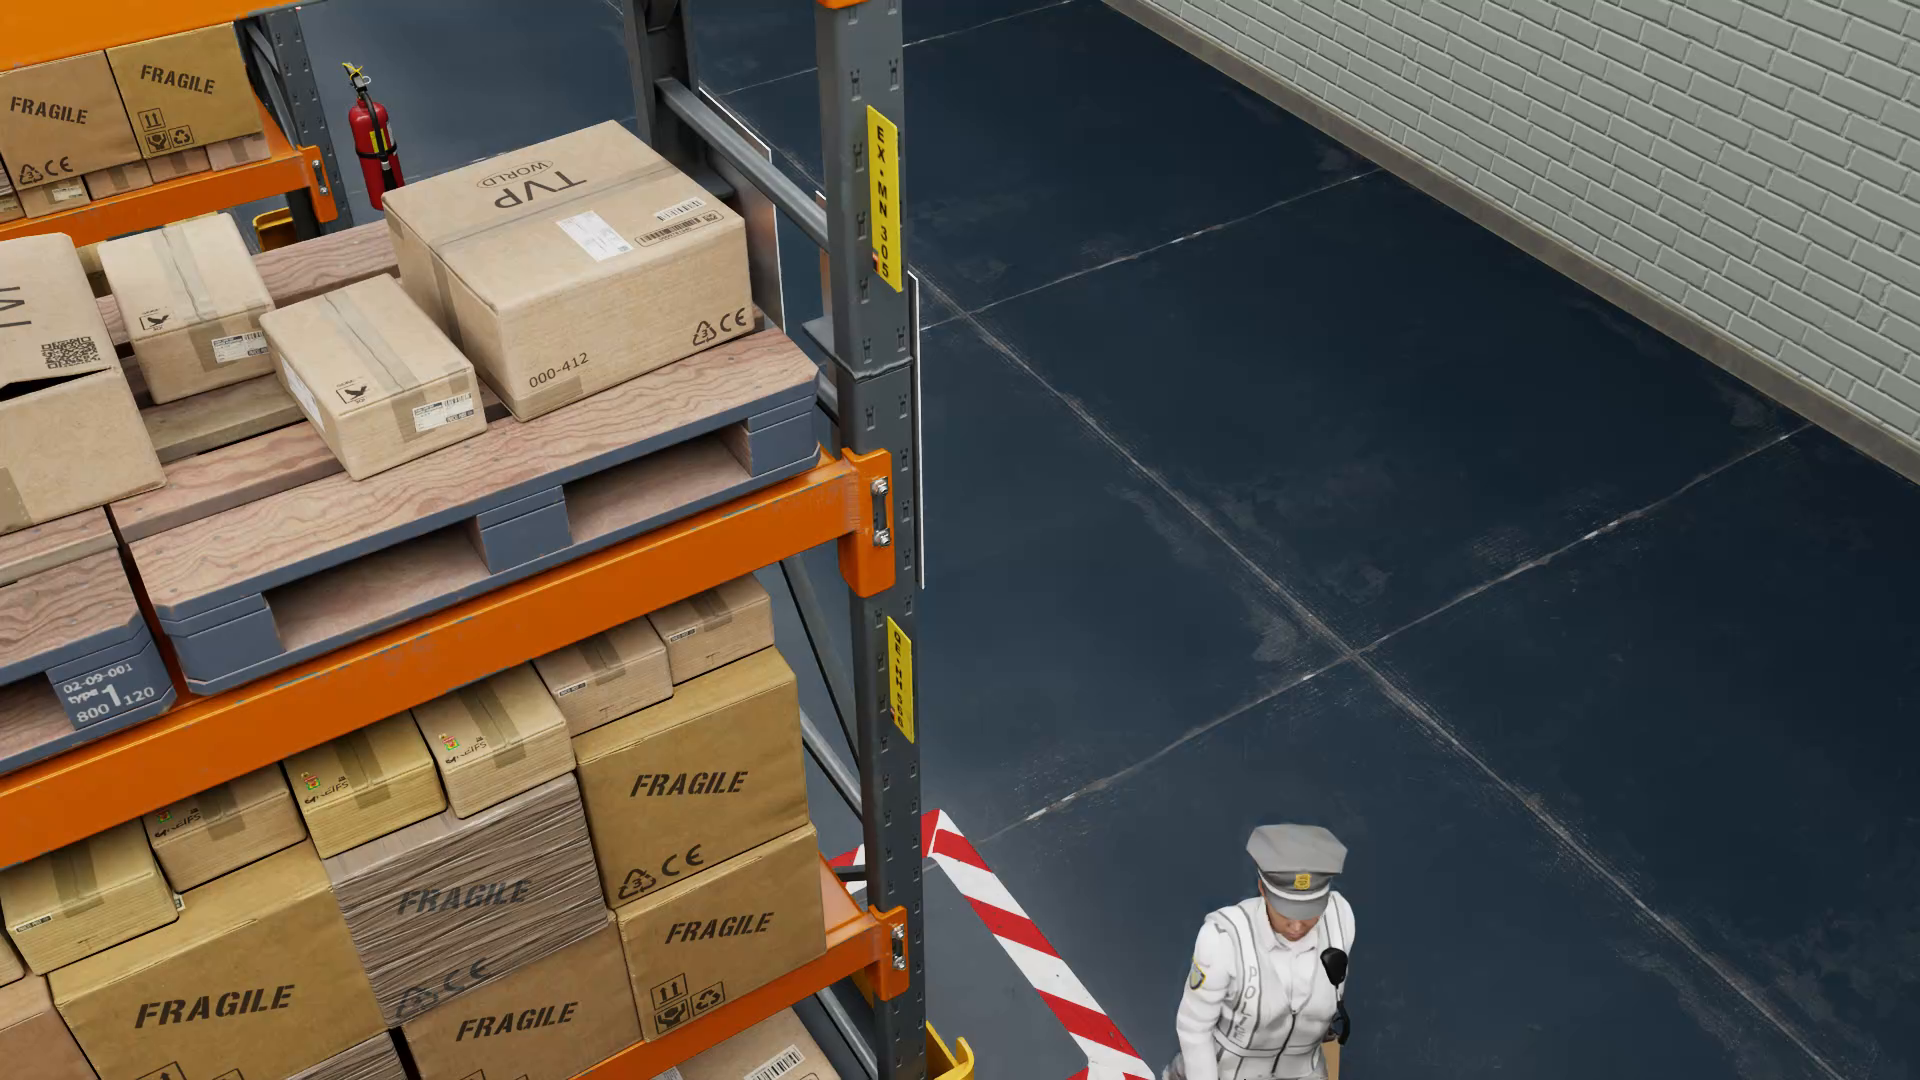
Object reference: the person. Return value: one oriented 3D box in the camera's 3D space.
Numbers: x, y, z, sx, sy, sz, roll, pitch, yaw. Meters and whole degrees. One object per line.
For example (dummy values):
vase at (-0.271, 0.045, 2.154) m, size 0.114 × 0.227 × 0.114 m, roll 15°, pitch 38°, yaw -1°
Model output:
person at (0.834, 1.423, 4.490) m, size 0.523 × 1.627 × 0.974 m, roll -6°, pitch 41°, yaw -7°
